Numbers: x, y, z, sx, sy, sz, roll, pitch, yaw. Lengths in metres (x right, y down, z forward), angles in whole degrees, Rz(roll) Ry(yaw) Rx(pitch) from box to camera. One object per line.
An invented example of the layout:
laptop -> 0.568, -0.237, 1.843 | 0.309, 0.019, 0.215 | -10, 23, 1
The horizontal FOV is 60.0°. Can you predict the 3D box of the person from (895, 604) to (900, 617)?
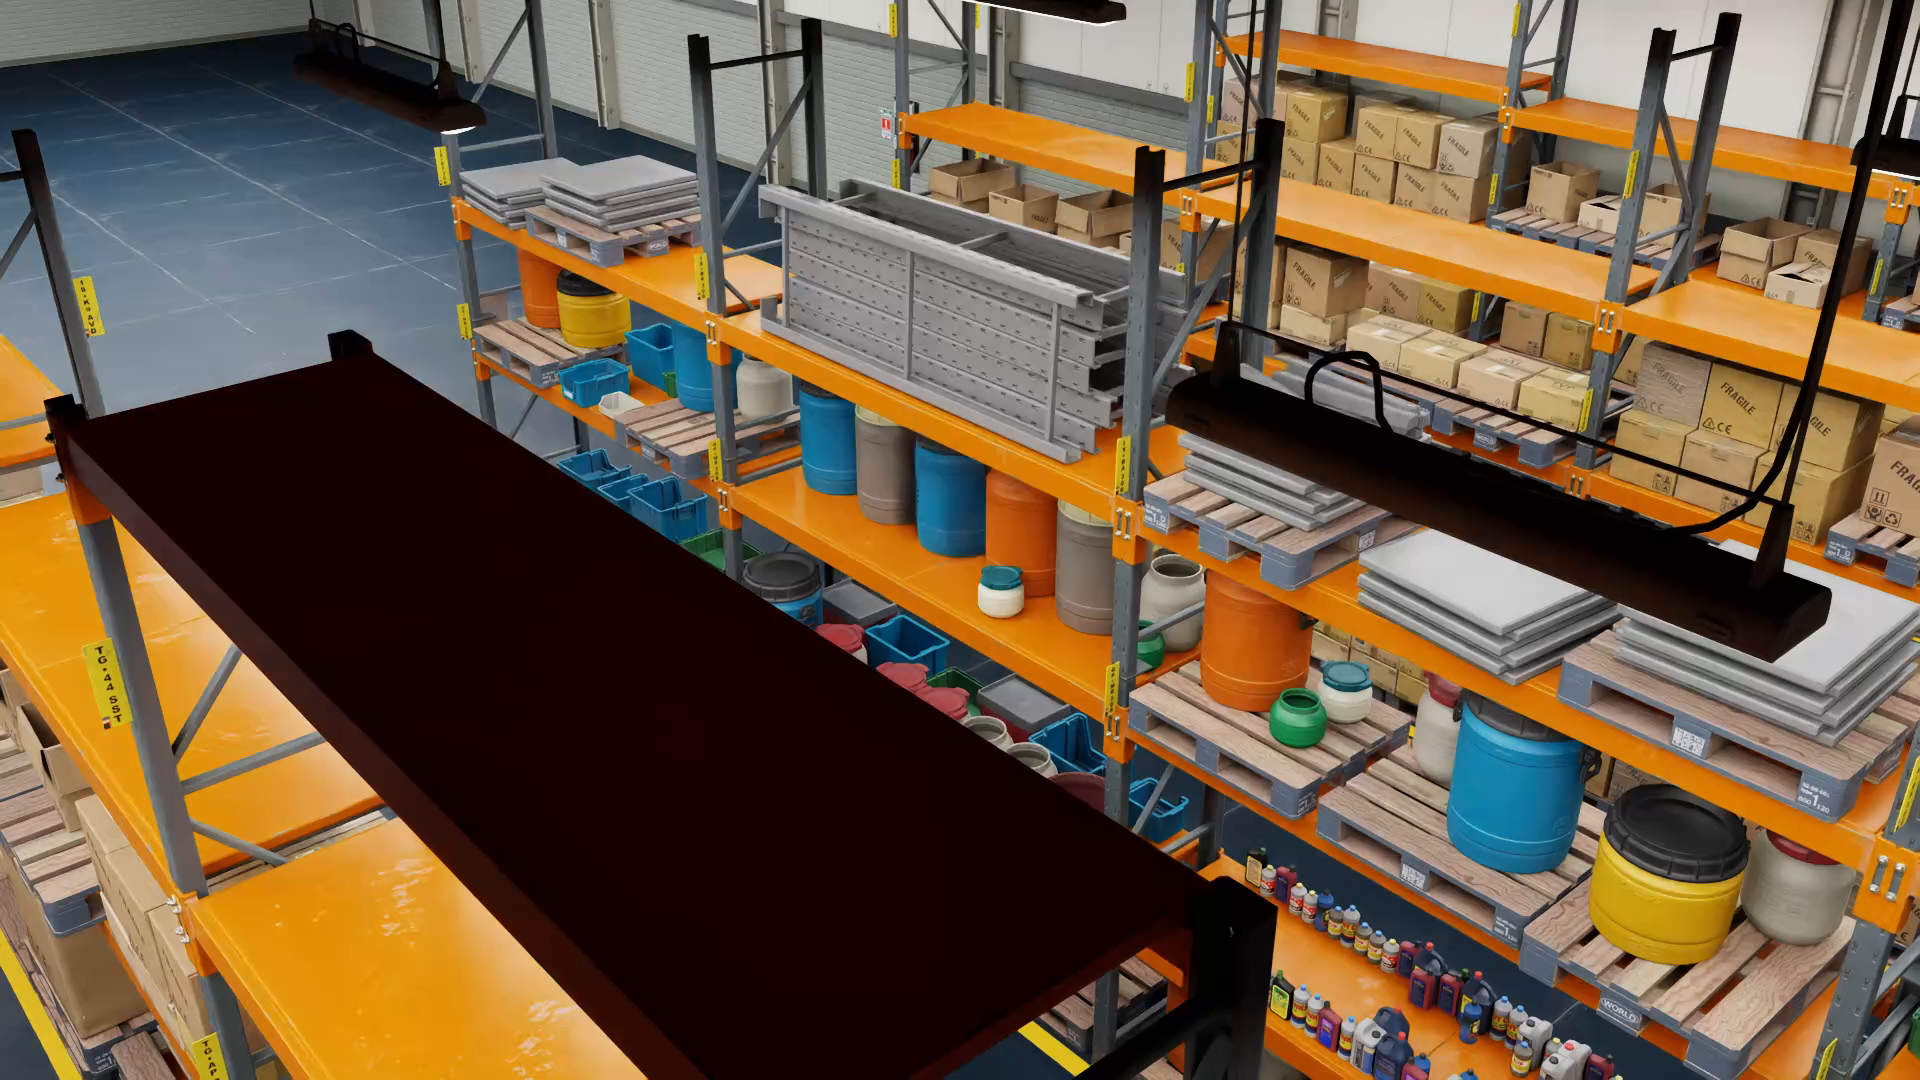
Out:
person -> -0.782, 0.110, 15.556 | 0.591, 1.733, 0.521 | 20, 33, 33
